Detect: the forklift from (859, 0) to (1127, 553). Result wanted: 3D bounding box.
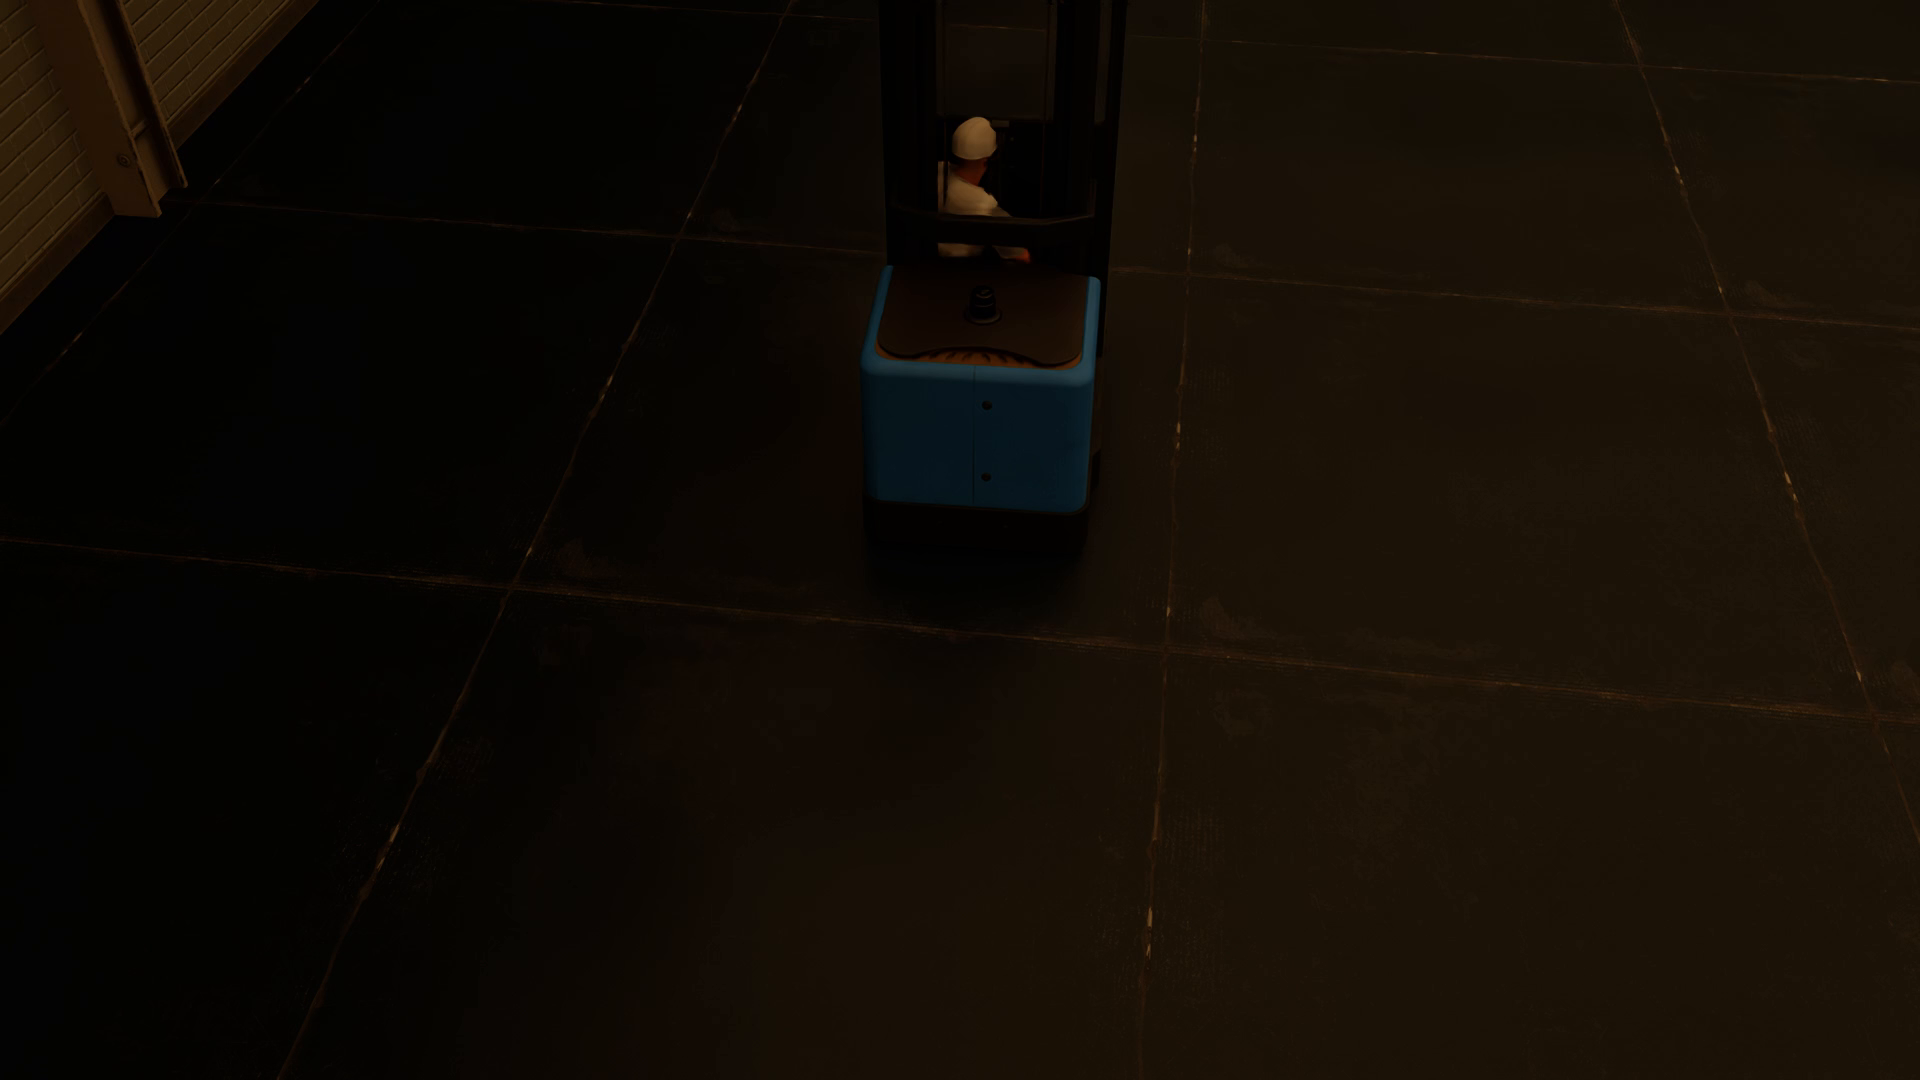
[{"bbox_3d":[0.212,-2.012,7.914,1.130,2.935,3.031,4,43,4],"label":"forklift"}]

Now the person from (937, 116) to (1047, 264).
[{"bbox_3d":[0.168,-1.365,7.986,0.674,1.568,0.778,-30,51,-29],"label":"person"}]
